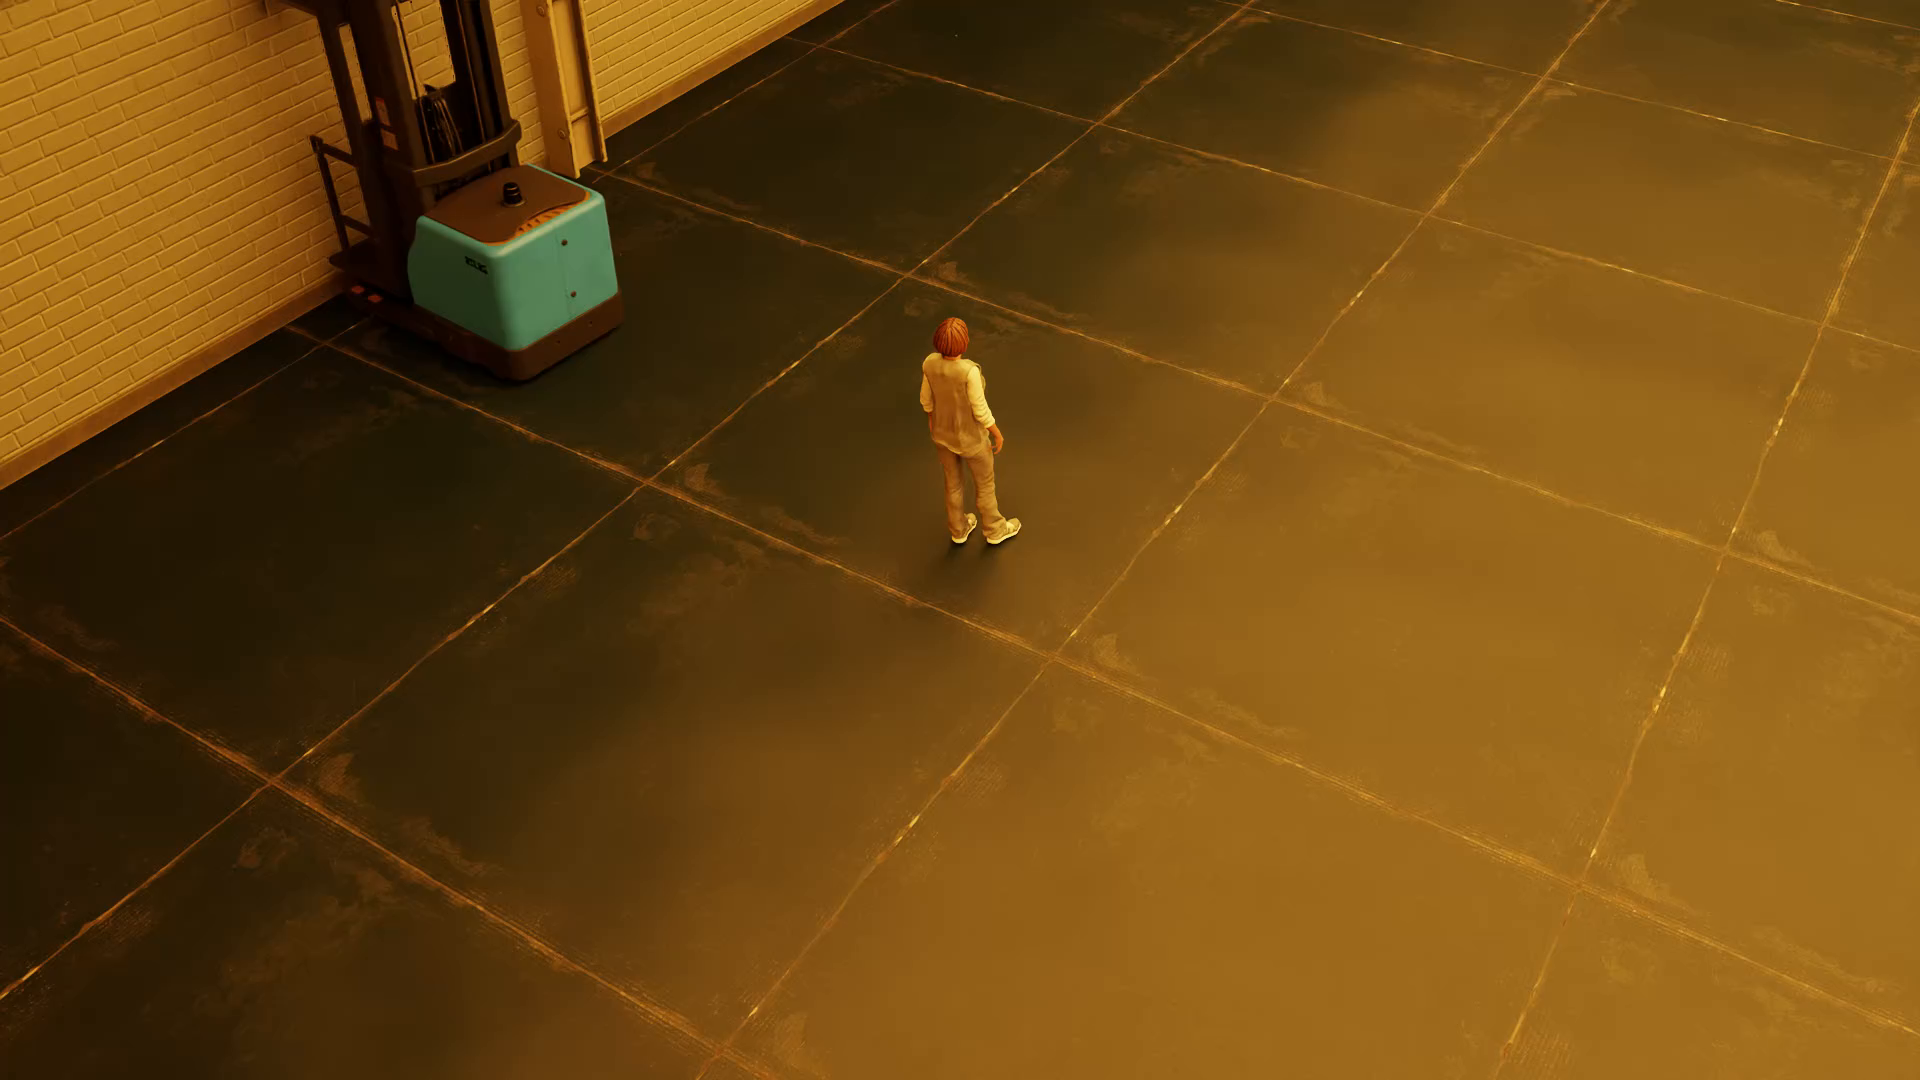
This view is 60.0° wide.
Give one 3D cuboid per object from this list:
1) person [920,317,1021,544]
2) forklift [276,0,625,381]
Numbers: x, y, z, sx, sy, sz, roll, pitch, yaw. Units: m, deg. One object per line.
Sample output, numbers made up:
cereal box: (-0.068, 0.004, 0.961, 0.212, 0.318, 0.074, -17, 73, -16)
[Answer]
person: (0.052, -0.645, 9.760, 0.520, 1.585, 0.473, 22, 45, 24)
forklift: (-3.900, -2.991, 11.496, 3.031, 2.935, 1.130, 26, 47, 27)
